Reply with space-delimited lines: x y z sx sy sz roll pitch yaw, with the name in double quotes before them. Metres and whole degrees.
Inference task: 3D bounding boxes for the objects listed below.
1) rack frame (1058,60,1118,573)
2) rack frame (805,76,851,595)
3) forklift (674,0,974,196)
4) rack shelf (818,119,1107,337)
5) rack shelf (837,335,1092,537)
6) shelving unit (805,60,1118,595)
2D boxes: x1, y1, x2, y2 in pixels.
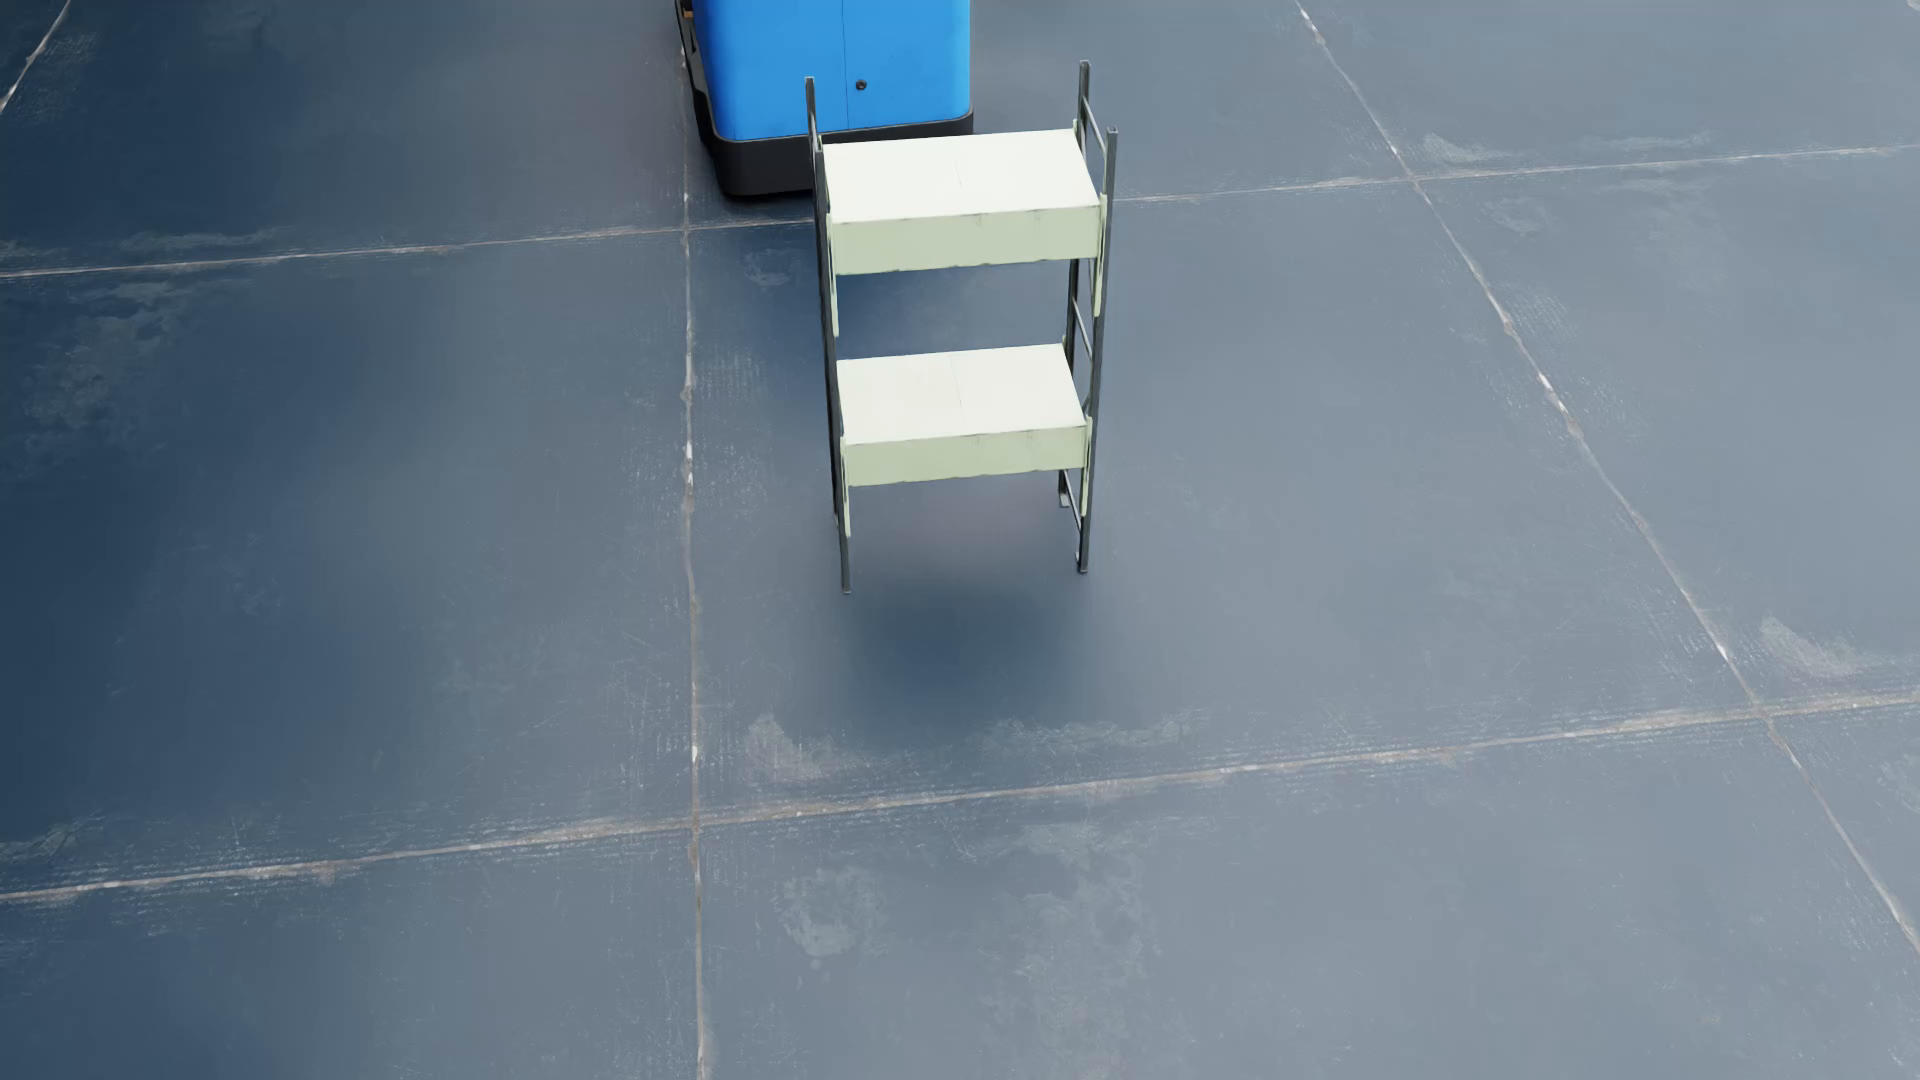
"rack frame" 0.356 -0.588 4.782 0.023 1.500 0.400 -5 42 -6
"rack frame" -0.370 -0.525 4.712 0.023 1.500 0.400 -5 42 -6
"forklift" -0.754 -3.467 6.905 1.130 2.935 3.031 -8 43 -9
"rack shelf" -0.007 -0.846 4.486 0.720 0.370 0.431 -5 42 -6
"rack shelf" -0.007 -0.314 4.965 0.720 0.370 0.431 -5 42 -6
"shelving unit" -0.007 -0.556 4.747 0.755 1.500 0.431 -5 42 -6
